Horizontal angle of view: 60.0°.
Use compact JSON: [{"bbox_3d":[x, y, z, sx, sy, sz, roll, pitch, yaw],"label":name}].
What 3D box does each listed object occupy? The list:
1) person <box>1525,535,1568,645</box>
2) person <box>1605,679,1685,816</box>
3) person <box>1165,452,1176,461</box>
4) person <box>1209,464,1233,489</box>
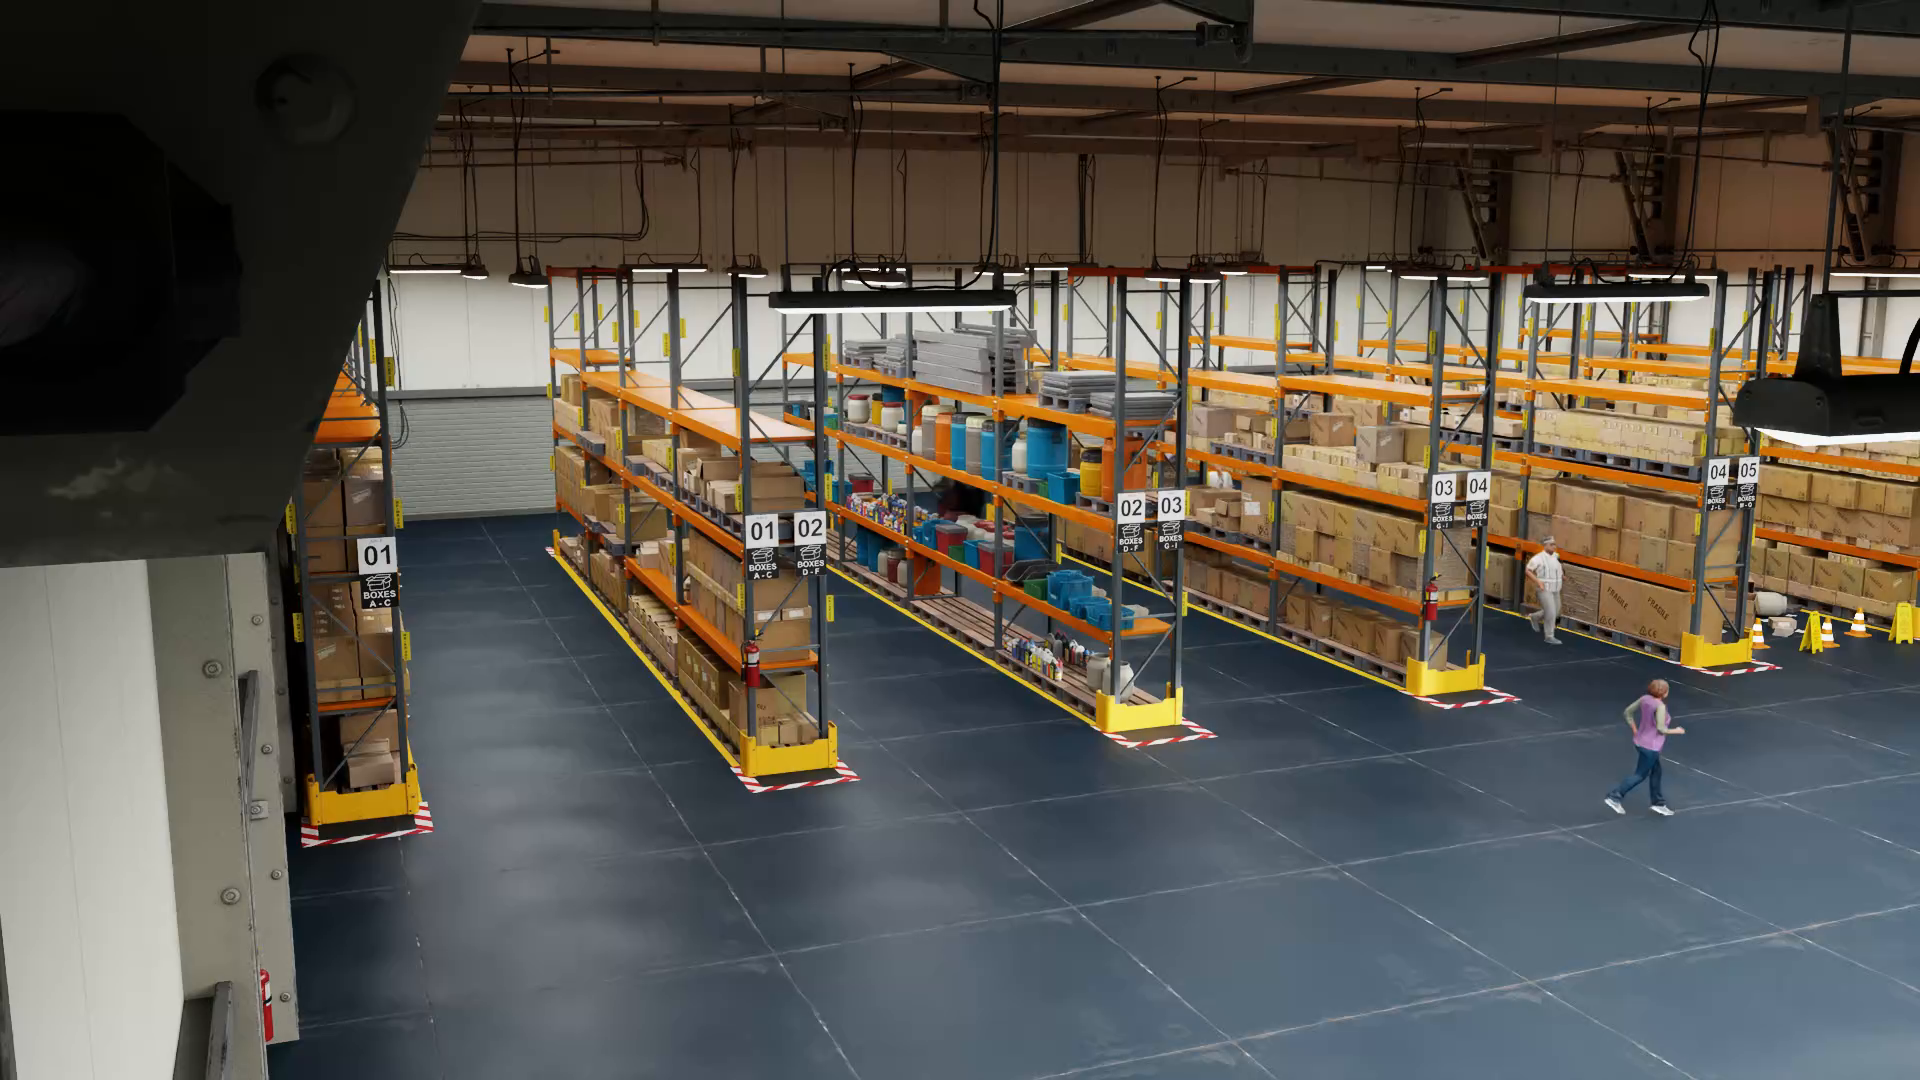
[{"bbox_3d":[9.562,0.783,27.108,0.675,1.747,0.808,-5,11,-26],"label":"person"},{"bbox_3d":[7.664,2.340,18.617,0.843,1.616,0.509,0,10,0],"label":"person"},{"bbox_3d":[5.241,-1.618,41.400,0.793,1.654,0.662,-5,11,-28],"label":"person"},{"bbox_3d":[5.673,-0.831,36.397,0.670,1.818,0.783,-4,11,-20],"label":"person"}]
